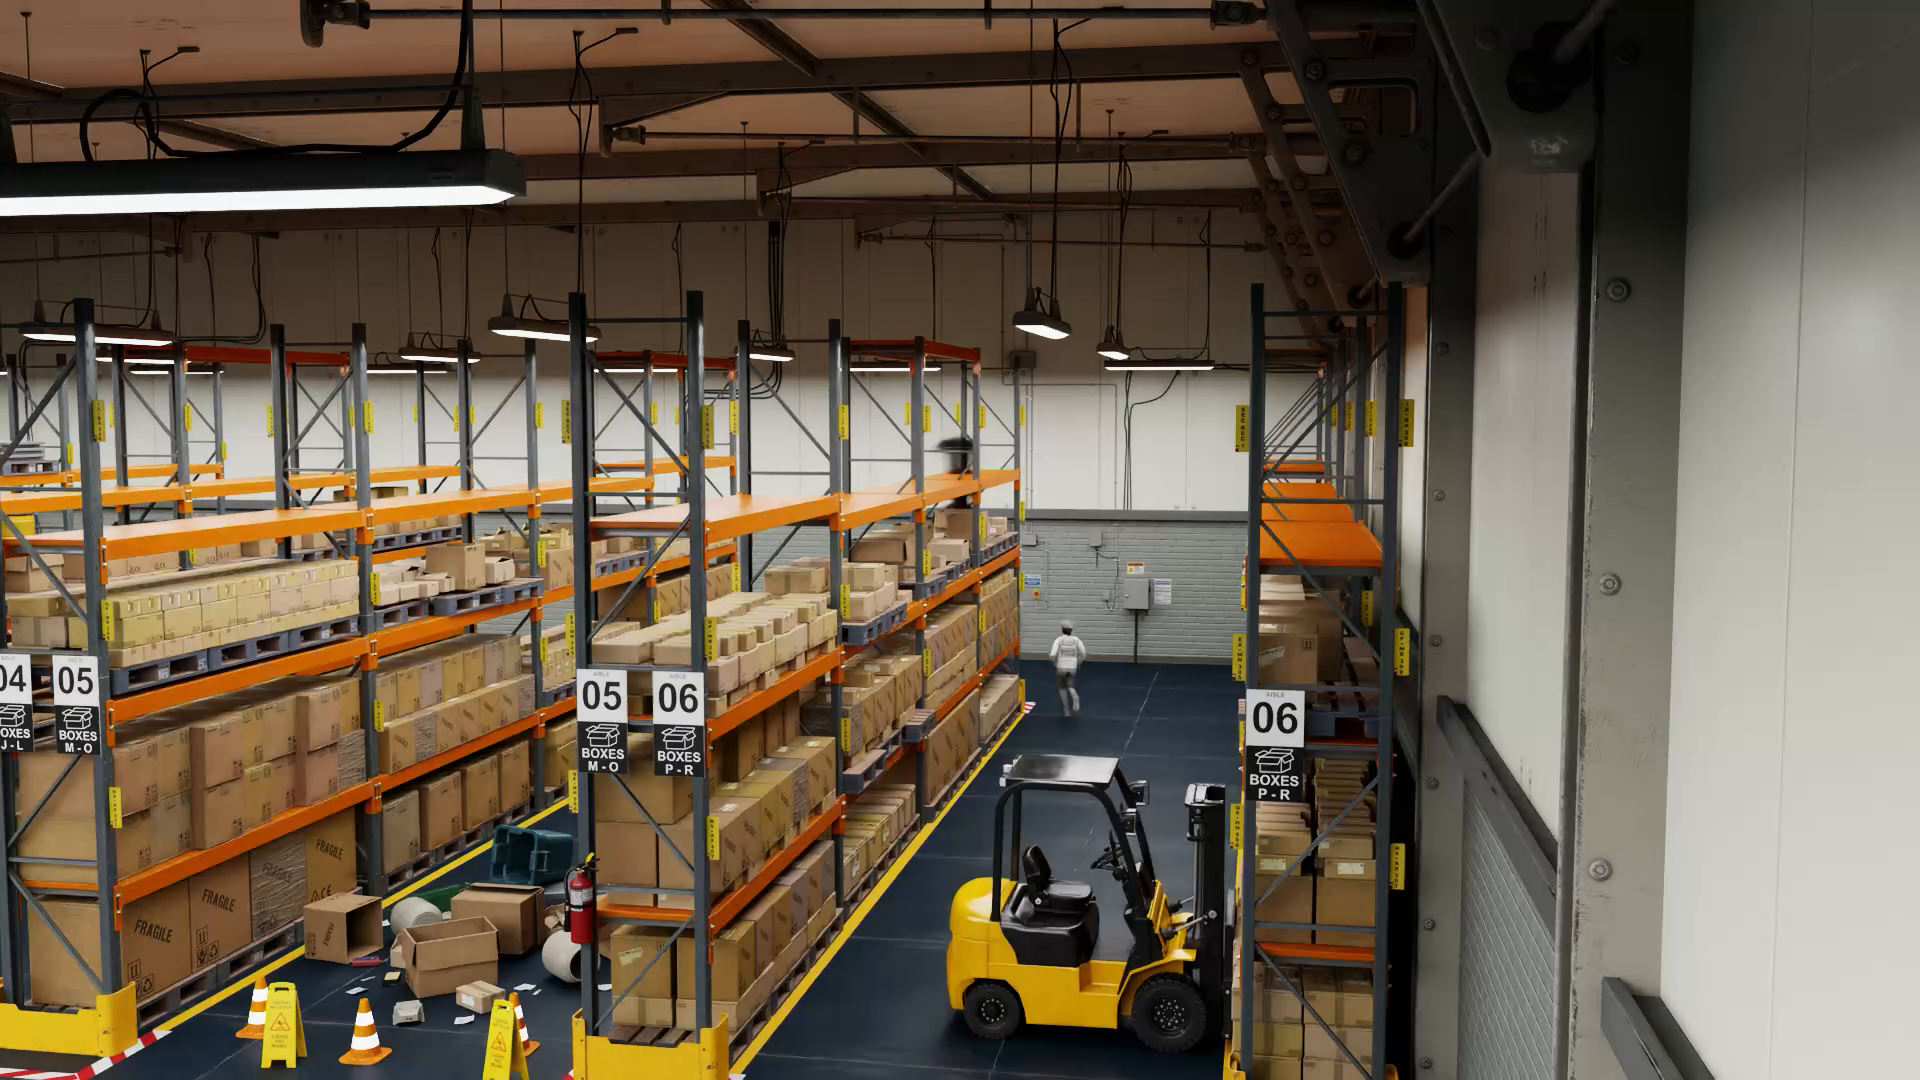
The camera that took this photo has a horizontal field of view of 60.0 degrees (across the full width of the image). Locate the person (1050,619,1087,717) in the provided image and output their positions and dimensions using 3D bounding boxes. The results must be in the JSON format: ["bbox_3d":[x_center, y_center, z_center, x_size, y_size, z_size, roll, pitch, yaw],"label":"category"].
[{"bbox_3d":[1.789,2.144,27.537,0.629,1.655,0.584,-1,5,-10],"label":"person"}]

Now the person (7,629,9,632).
[{"bbox_3d":[-16.882,1.958,29.145,0.659,1.739,0.824,0,5,-3],"label":"person"}]

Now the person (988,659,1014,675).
[{"bbox_3d":[0.639,1.892,29.889,0.844,1.762,0.651,0,5,-1],"label":"person"}]
